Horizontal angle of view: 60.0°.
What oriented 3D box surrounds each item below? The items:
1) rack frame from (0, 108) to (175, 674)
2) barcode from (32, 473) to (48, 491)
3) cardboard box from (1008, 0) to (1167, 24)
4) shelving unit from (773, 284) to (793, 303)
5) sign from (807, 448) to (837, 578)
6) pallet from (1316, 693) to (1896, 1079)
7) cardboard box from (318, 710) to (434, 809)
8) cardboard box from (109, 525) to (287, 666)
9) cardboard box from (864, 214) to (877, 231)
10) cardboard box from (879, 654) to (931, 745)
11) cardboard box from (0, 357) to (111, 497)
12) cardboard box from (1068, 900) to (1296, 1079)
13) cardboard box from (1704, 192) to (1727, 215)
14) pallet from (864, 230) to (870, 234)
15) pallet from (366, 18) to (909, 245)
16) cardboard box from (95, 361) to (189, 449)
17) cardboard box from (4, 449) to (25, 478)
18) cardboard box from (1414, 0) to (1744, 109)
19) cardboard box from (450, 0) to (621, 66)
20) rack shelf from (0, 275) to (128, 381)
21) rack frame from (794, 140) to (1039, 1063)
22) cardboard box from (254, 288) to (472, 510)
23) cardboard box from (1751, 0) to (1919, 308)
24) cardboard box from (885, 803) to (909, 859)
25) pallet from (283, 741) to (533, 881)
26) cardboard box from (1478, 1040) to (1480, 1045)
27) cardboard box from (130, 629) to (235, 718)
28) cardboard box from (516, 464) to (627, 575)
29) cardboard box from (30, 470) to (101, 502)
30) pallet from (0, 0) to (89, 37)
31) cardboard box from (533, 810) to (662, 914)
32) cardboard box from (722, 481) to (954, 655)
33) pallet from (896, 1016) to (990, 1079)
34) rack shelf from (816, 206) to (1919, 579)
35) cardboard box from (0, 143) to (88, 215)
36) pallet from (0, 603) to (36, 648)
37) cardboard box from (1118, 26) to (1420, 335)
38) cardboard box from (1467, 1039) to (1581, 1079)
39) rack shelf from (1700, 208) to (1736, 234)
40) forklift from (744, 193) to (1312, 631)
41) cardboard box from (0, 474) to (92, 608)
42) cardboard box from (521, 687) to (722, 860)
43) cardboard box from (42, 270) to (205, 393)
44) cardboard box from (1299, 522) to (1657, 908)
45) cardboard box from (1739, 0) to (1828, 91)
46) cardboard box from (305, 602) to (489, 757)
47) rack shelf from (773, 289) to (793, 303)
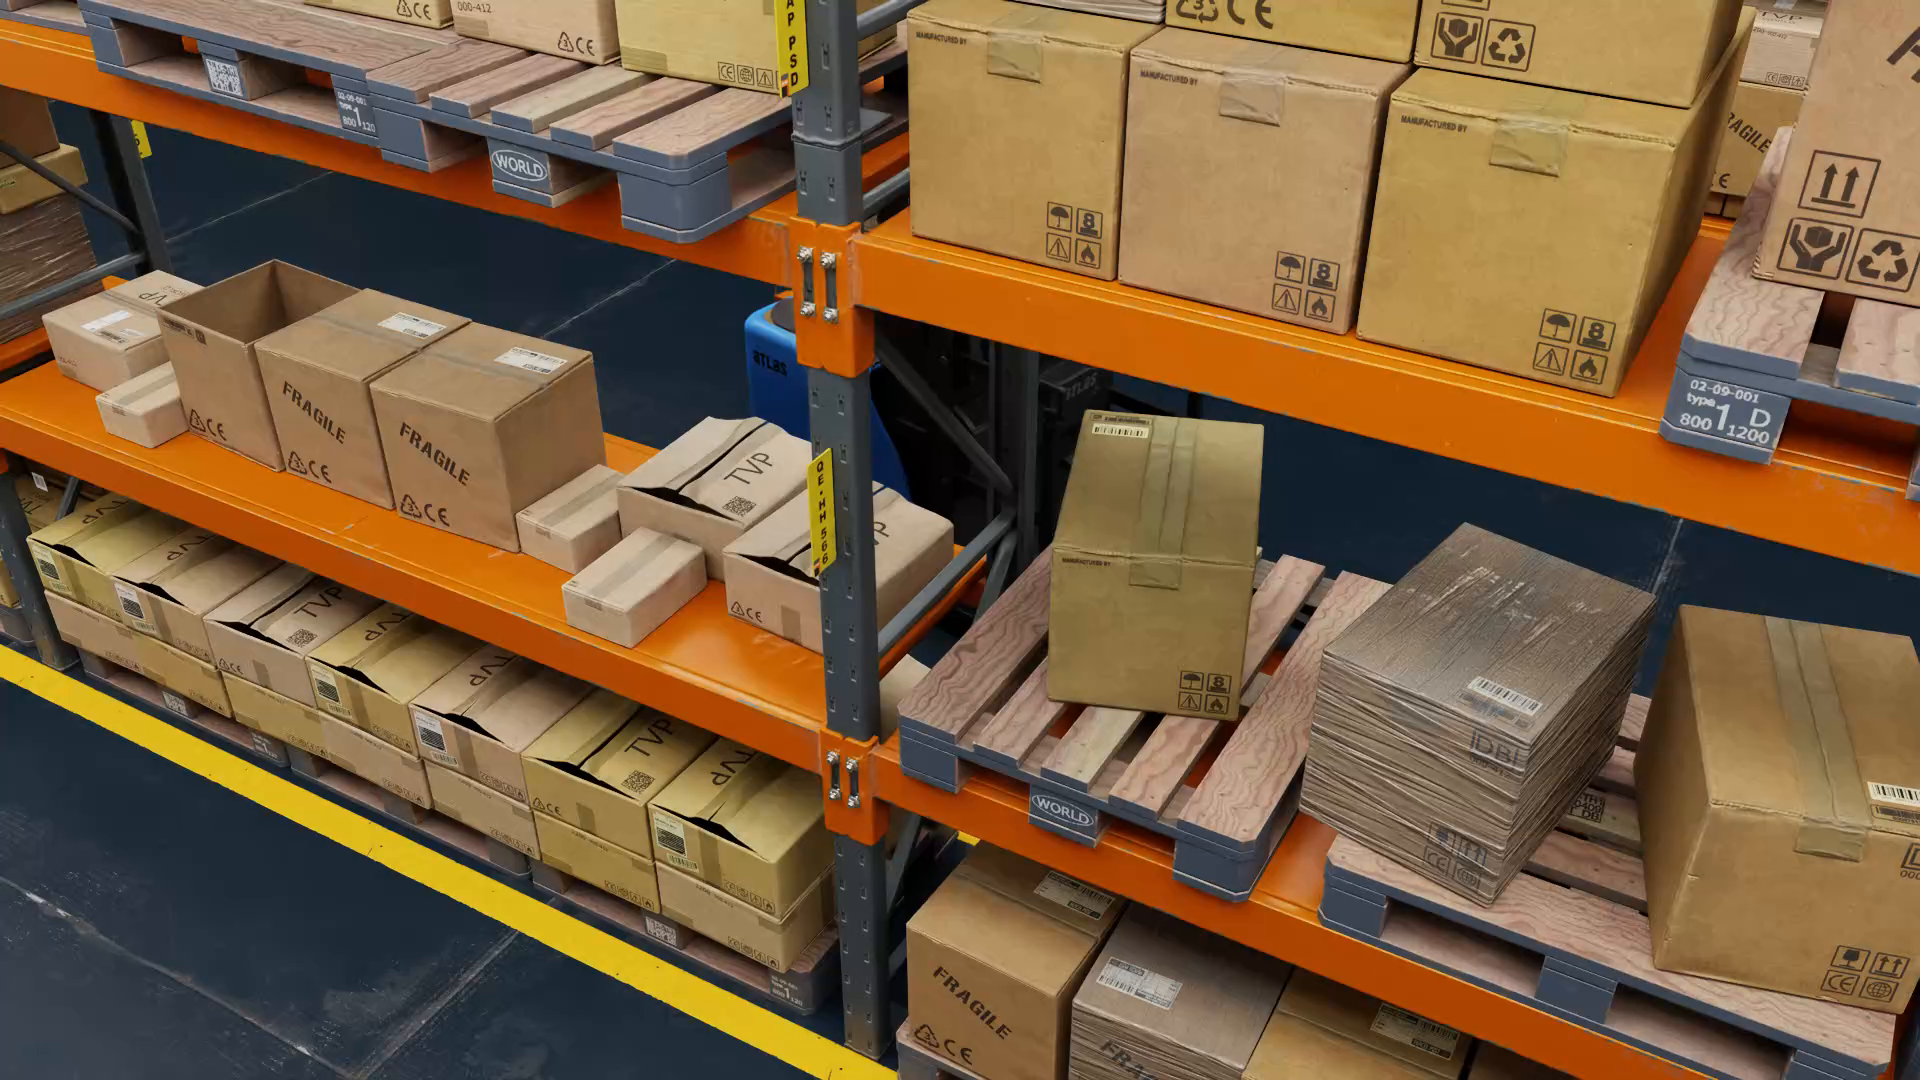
[{"bbox_3d":[-3.540,-0.951,6.471,0.127,3.000,1.000,18,37,24],"label":"rack frame"},{"bbox_3d":[-3.525,-0.223,6.370,0.075,0.075,0.001,18,37,24],"label":"barcode"},{"bbox_3d":[0.308,-1.434,3.499,0.500,0.500,0.500,18,37,24],"label":"cardboard box"},{"bbox_3d":[-0.715,-0.854,7.950,0.189,1.200,0.258,26,42,34],"label":"shelving unit"},{"bbox_3d":[-0.340,-0.065,4.096,0.005,0.325,0.100,18,37,24],"label":"sign"},{"bbox_3d":[1.623,0.762,4.073,1.213,0.211,1.003,18,37,24],"label":"pallet"},{"bbox_3d":[-1.978,0.672,6.137,0.500,0.250,0.500,18,38,25],"label":"cardboard box"},{"bbox_3d":[-2.873,0.159,6.401,0.500,0.311,0.500,17,37,24],"label":"cardboard box"},{"bbox_3d":[-0.438,-2.284,10.332,0.500,0.500,0.700,19,38,26],"label":"cardboard box"},{"bbox_3d":[-0.376,0.600,5.738,0.500,0.311,0.500,19,38,26],"label":"cardboard box"},{"bbox_3d":[-3.788,-0.571,7.327,0.500,0.500,0.500,18,37,24],"label":"cardboard box"},{"bbox_3d":[0.643,1.411,4.784,0.500,0.500,0.500,16,37,23],"label":"cardboard box"},{"bbox_3d":[3.471,-1.673,7.765,0.250,0.149,0.380,18,38,25],"label":"cardboard box"},{"bbox_3d":[-0.409,-1.962,10.505,1.213,0.211,1.003,18,37,24],"label":"pallet"},{"bbox_3d":[-0.701,-1.164,4.256,1.003,0.211,1.213,19,38,27],"label":"pallet"},{"bbox_3d":[-2.872,-0.504,6.027,0.250,0.149,0.380,18,37,24],"label":"cardboard box"},{"bbox_3d":[-4.480,-0.459,7.158,0.500,0.500,0.500,18,37,24],"label":"cardboard box"},{"bbox_3d":[1.194,-1.153,3.077,0.500,0.500,0.500,18,37,24],"label":"cardboard box"},{"bbox_3d":[-0.953,-1.445,4.263,0.500,0.250,0.500,19,38,26],"label":"cardboard box"},{"bbox_3d":[-5.277,-1.201,7.497,4.000,0.370,1.077,18,37,24],"label":"rack shelf"},{"bbox_3d":[-0.067,0.149,4.820,0.127,3.000,1.000,18,37,24],"label":"rack frame"},{"bbox_3d":[-1.989,-0.491,5.690,0.500,0.500,0.500,18,38,24],"label":"cardboard box"},{"bbox_3d":[1.845,-0.797,2.974,0.600,0.600,0.600,16,37,23],"label":"cardboard box"},{"bbox_3d":[-0.376,0.834,5.894,0.500,0.250,0.500,17,37,24],"label":"cardboard box"},{"bbox_3d":[-1.818,0.729,6.465,1.213,0.211,1.003,18,37,24],"label":"pallet"},{"bbox_3d":[1.769,1.435,4.748,0.500,0.500,0.500,16,37,23],"label":"cardboard box"},{"bbox_3d":[-2.870,0.390,6.559,0.500,0.250,0.500,19,38,26],"label":"cardboard box"},{"bbox_3d":[-1.203,-0.070,5.375,0.250,0.149,0.380,21,39,28],"label":"cardboard box"},{"bbox_3d":[-3.792,-0.255,7.528,0.500,0.250,0.500,18,37,24],"label":"cardboard box"},{"bbox_3d":[-2.768,-1.883,5.338,1.217,0.209,0.805,16,37,23],"label":"pallet"},{"bbox_3d":[-1.094,0.952,5.717,0.500,0.250,0.500,17,37,24],"label":"cardboard box"},{"bbox_3d":[-0.361,0.065,5.026,0.500,0.311,0.500,20,39,27],"label":"cardboard box"},{"bbox_3d":[0.562,1.533,5.257,1.213,0.211,1.003,18,37,24],"label":"pallet"},{"bbox_3d":[1.669,-0.250,3.362,4.000,0.370,1.077,18,37,24],"label":"rack shelf"},{"bbox_3d":[-3.677,-1.429,6.515,0.250,0.149,0.380,18,37,24],"label":"cardboard box"},{"bbox_3d":[-4.210,-0.029,7.603,1.213,0.211,1.003,18,37,24],"label":"pallet"},{"bbox_3d":[0.771,-0.897,3.594,0.500,0.500,0.910,18,37,24],"label":"cardboard box"},{"bbox_3d":[1.532,1.692,4.361,0.500,0.500,0.500,16,37,23],"label":"cardboard box"},{"bbox_3d":[4.124,-1.386,7.774,4.000,0.370,1.077,18,37,24],"label":"rack shelf"},{"bbox_3d":[0.471,-0.967,6.558,3.031,2.935,1.130,26,42,34],"label":"forklift"},{"bbox_3d":[-4.051,-0.003,7.151,0.500,0.250,0.500,18,37,24],"label":"cardboard box"},{"bbox_3d":[-1.099,0.720,5.558,0.500,0.311,0.500,17,37,24],"label":"cardboard box"},{"bbox_3d":[-3.091,-0.774,6.341,0.500,0.250,0.500,20,39,27],"label":"cardboard box"},{"bbox_3d":[1.235,0.395,3.981,0.500,0.500,0.700,25,41,33],"label":"cardboard box"},{"bbox_3d":[3.557,-2.189,7.278,0.500,0.250,0.500,18,38,25],"label":"cardboard box"},{"bbox_3d":[-1.970,0.441,5.977,0.500,0.311,0.500,19,38,26],"label":"cardboard box"},{"bbox_3d":[-0.715,-1.116,7.775,0.180,0.103,0.258,26,42,34],"label":"rack shelf"}]
